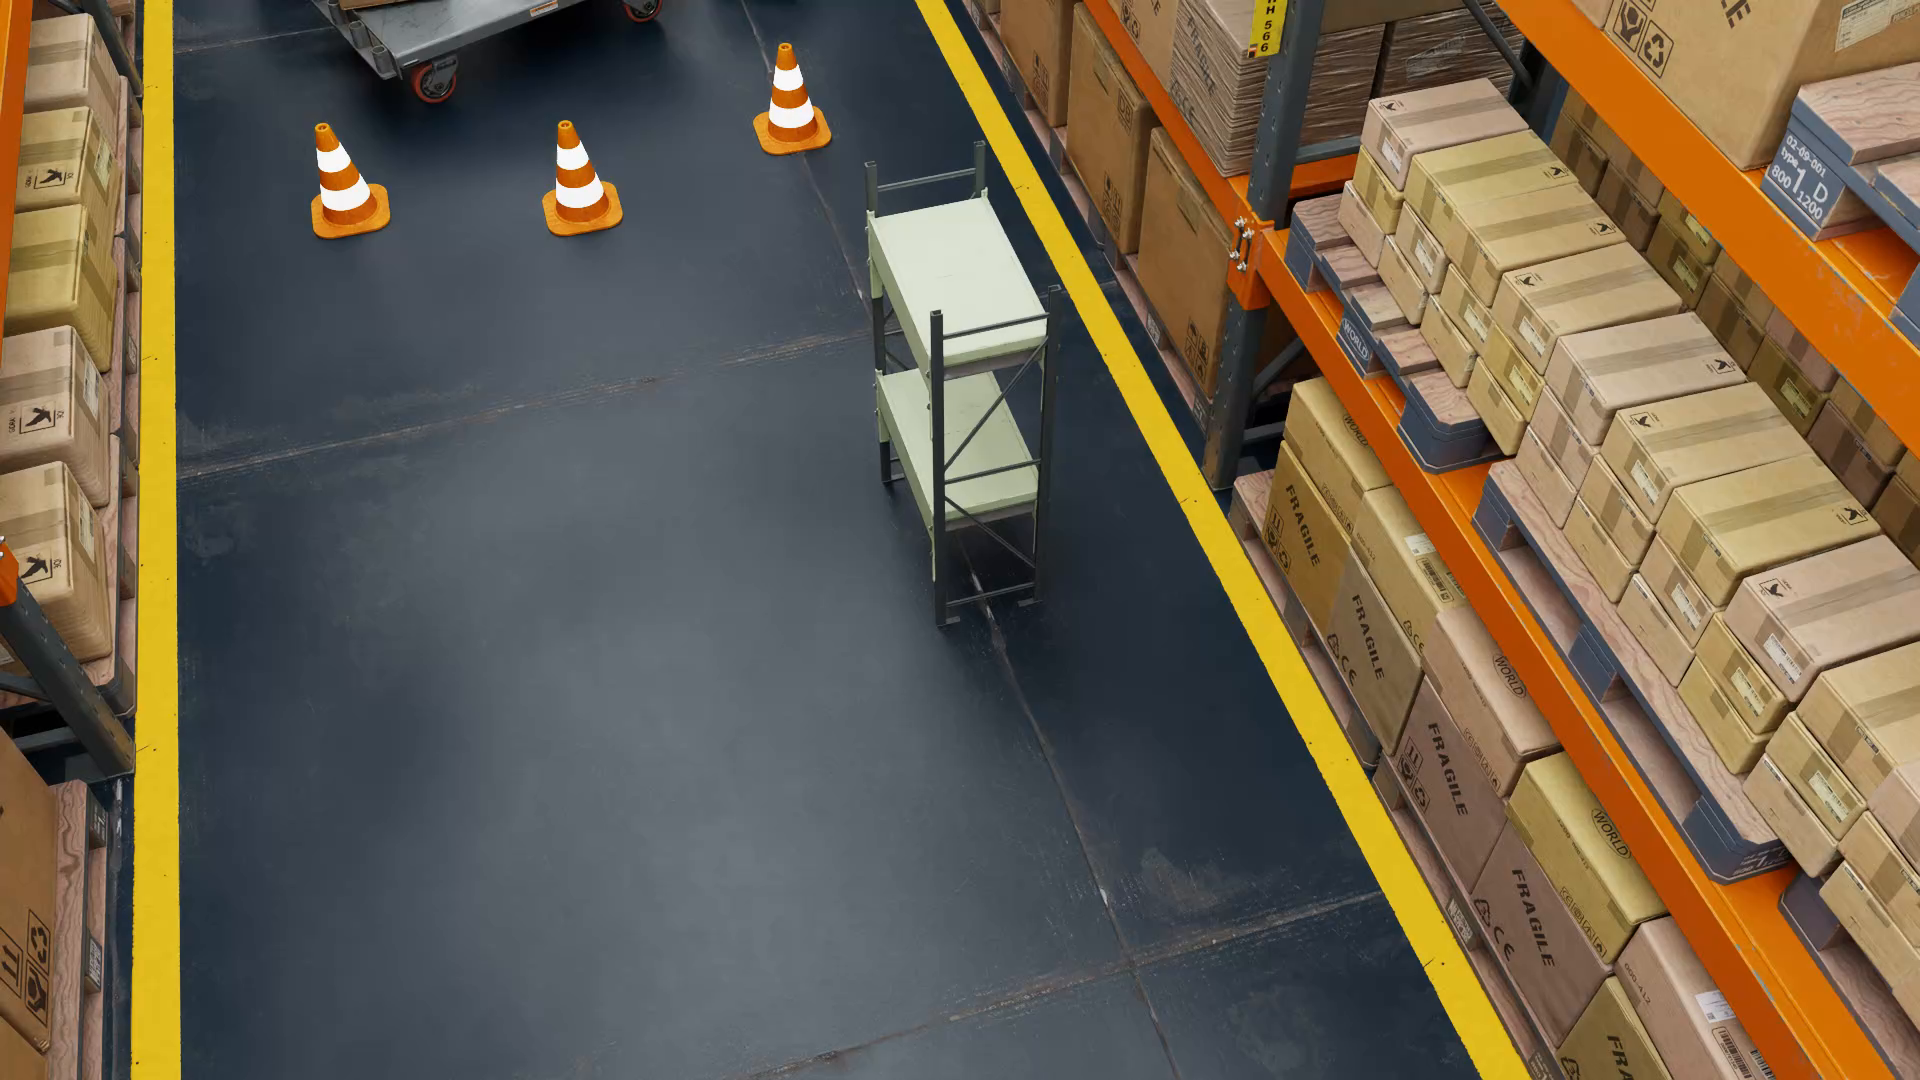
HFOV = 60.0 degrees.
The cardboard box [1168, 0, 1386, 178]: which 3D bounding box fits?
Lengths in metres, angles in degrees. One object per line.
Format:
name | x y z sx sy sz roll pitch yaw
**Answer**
cardboard box | 1.044 -1.605 5.576 0.500 0.500 0.500 -13 51 -11

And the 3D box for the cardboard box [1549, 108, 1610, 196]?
cardboard box | 2.015 -1.197 4.992 0.380 0.149 0.250 -12 51 -10

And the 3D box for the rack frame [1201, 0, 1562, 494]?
rack frame | 1.434 -1.305 5.388 1.000 3.000 0.127 -13 51 -11

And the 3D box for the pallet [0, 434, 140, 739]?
pallet | -3.495 0.216 5.930 1.003 0.211 1.213 -13 51 -11

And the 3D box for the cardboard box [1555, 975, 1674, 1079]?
cardboard box | 2.006 1.429 4.444 0.500 0.500 0.500 -14 51 -12

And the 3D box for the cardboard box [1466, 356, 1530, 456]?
cardboard box | 1.614 -0.397 4.512 0.380 0.149 0.250 -11 51 -9

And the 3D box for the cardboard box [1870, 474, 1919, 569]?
cardboard box | 2.475 -0.067 4.040 0.380 0.149 0.250 -14 51 -12

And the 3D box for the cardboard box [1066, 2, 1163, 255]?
cardboard box | 1.078 -1.818 7.017 1.050 0.750 0.750 -13 51 -10

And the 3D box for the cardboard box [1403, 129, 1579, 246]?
cardboard box | 1.467 -0.974 4.610 0.380 0.149 0.250 -15 51 -12

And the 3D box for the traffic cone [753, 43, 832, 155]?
traffic cone | -0.795 -2.088 7.707 0.336 0.463 0.334 -13 51 -11

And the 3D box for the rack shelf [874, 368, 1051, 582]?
rack shelf | -0.002 -0.278 5.930 0.431 0.370 0.720 -13 51 -11

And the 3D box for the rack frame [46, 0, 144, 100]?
rack frame | -4.448 -3.033 6.845 1.000 3.000 0.127 -13 51 -11

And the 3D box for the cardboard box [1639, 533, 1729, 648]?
cardboard box | 1.851 0.080 3.916 0.380 0.149 0.250 -12 51 -10

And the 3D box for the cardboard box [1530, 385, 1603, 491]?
cardboard box | 1.697 -0.299 4.235 0.380 0.149 0.250 -13 51 -11

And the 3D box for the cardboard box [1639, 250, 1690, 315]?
cardboard box | 2.167 -0.733 4.796 0.380 0.149 0.250 -13 51 -10

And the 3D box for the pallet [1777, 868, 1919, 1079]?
pallet | 2.529 1.087 3.497 1.003 0.211 1.213 -13 51 -11

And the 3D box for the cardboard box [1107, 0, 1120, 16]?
cardboard box | 0.750 -2.335 6.191 0.500 0.500 0.500 -14 51 -12

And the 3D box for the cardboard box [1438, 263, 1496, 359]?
cardboard box | 1.549 -0.665 4.544 0.380 0.149 0.250 -15 51 -12

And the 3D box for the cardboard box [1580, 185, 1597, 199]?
cardboard box | 2.019 -1.103 5.107 0.380 0.149 0.250 -13 51 -10

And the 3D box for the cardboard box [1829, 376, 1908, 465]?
cardboard box | 2.397 -0.352 4.085 0.380 0.149 0.250 -11 51 -9

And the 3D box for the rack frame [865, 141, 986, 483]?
rack frame | -0.110 -0.756 5.906 0.400 1.500 0.023 -13 51 -11

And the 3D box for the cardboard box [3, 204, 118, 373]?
cardboard box | -3.867 -0.907 6.497 0.950 0.372 0.625 -12 51 -10

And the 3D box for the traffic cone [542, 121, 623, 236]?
traffic cone | -1.703 -1.641 7.331 0.336 0.463 0.334 -13 51 -11

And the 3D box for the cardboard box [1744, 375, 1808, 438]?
cardboard box | 2.318 -0.354 4.476 0.380 0.149 0.250 -15 52 -13

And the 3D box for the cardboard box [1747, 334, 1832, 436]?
cardboard box | 2.320 -0.446 4.359 0.380 0.149 0.250 -14 51 -11

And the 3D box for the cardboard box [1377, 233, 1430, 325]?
cardboard box | 1.452 -0.791 4.844 0.380 0.149 0.250 -11 51 -9

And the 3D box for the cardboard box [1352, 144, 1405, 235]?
cardboard box | 1.385 -1.057 4.874 0.380 0.149 0.250 -11 51 -9

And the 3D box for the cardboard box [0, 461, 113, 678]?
cardboard box | -3.423 0.185 5.576 0.950 0.372 0.625 -16 52 -13

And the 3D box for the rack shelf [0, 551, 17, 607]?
rack shelf | -2.674 1.581 3.426 1.077 0.370 4.000 -13 51 -11

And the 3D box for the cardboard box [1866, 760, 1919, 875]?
cardboard box | 2.079 0.545 3.330 0.380 0.149 0.250 -13 51 -11

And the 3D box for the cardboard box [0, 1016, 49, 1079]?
cardboard box | -2.880 1.613 4.043 0.875 0.875 0.875 -13 51 -11

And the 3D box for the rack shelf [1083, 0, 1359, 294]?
rack shelf | 0.842 -2.534 6.895 1.077 0.370 4.000 -13 51 -11

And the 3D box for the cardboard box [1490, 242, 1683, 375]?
cardboard box | 1.613 -0.600 4.295 0.380 0.149 0.250 -15 52 -12

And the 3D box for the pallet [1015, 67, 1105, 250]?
pallet | 0.915 -1.888 7.704 1.003 0.211 1.213 -13 51 -11

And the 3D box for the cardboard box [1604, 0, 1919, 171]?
cardboard box | 1.656 -1.099 3.187 0.500 0.500 0.500 -13 51 -11

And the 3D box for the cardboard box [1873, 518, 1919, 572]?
cardboard box | 2.477 0.033 4.150 0.380 0.149 0.250 -15 52 -13

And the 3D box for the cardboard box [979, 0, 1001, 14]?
cardboard box | 0.520 -3.204 8.186 1.050 0.750 0.750 -14 51 -11

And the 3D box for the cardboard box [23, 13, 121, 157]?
cardboard box | -4.291 -1.939 7.367 0.950 0.372 0.625 -13 51 -11

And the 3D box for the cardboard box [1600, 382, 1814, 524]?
cardboard box | 1.775 -0.210 3.966 0.380 0.149 0.250 -12 51 -10

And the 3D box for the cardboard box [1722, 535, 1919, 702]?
cardboard box | 1.927 0.169 3.646 0.380 0.149 0.250 -15 52 -13

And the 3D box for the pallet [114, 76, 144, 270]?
pallet | -4.216 -1.566 7.432 1.003 0.211 1.213 -13 51 -11

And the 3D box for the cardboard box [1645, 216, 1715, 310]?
cardboard box | 2.176 -0.811 4.667 0.380 0.149 0.250 -12 51 -10

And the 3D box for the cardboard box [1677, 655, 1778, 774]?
cardboard box | 1.922 0.366 3.869 0.380 0.149 0.250 -11 51 -9

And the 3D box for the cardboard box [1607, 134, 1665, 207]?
cardboard box | 2.089 -1.113 4.727 0.380 0.149 0.250 -14 51 -11

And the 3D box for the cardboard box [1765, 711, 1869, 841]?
cardboard box | 2.000 0.457 3.598 0.380 0.149 0.250 -16 52 -13

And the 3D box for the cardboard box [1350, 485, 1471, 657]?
cardboard box | 1.556 0.052 5.114 0.500 0.250 0.500 -14 51 -11

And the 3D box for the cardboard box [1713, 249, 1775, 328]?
cardboard box | 2.249 -0.727 4.402 0.380 0.149 0.250 -12 51 -10

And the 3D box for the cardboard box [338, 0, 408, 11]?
cardboard box | -2.757 -2.896 7.869 0.500 0.500 0.500 -13 51 -11

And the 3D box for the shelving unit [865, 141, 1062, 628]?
shelving unit | -0.002 -0.488 5.681 0.431 1.500 0.755 -13 51 -11

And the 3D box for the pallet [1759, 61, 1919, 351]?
pallet | 2.226 -0.521 2.889 1.213 0.211 1.003 -13 51 -11

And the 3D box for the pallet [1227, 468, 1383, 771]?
pallet | 1.663 0.165 5.973 1.003 0.211 1.213 -13 51 -11

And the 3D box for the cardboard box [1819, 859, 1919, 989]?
cardboard box | 2.087 0.762 3.536 0.380 0.149 0.250 -16 52 -13

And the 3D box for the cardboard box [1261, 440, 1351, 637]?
cardboard box | 1.399 -0.060 5.699 0.500 0.500 0.500 -15 52 -13

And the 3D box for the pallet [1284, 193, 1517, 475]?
pallet | 1.746 -0.747 5.043 1.213 0.211 1.003 -13 51 -11

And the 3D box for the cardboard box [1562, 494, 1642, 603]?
cardboard box | 1.767 -0.019 4.194 0.380 0.149 0.250 -13 51 -10

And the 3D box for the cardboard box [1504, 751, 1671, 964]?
cardboard box | 1.846 0.797 4.486 0.500 0.250 0.500 -15 52 -13

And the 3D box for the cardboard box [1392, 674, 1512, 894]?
cardboard box | 1.707 0.680 5.075 0.500 0.500 0.500 -14 51 -12
